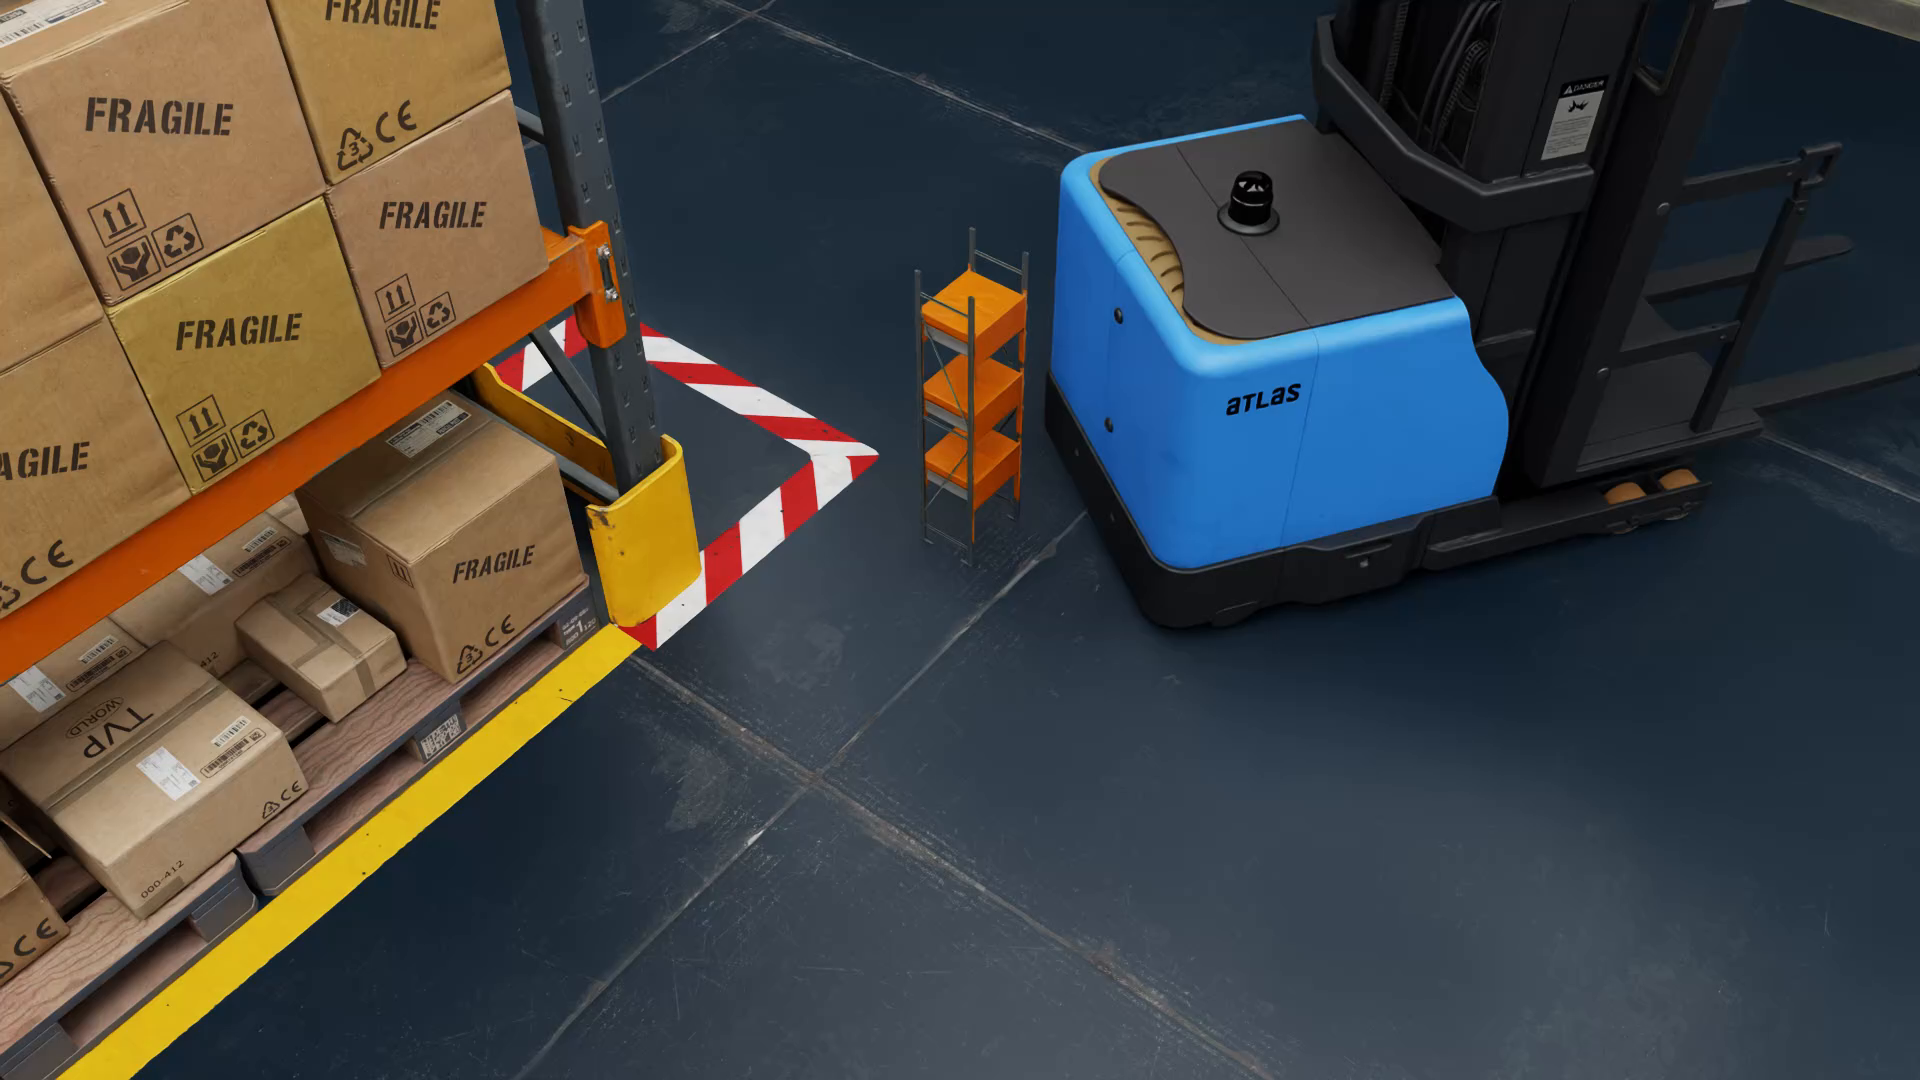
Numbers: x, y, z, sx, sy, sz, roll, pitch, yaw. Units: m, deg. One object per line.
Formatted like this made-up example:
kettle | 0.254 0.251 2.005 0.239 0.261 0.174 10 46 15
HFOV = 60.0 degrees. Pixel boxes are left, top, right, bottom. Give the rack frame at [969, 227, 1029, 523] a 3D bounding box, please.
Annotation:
rack frame | 0.107 -0.463 4.966 0.200 1.050 0.008 29 53 25

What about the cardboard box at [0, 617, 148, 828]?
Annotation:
cardboard box | -2.465 0.401 4.389 0.500 0.250 0.500 29 53 25

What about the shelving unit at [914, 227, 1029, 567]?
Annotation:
shelving unit | 0.033 -0.393 4.900 0.215 1.050 0.252 29 53 25

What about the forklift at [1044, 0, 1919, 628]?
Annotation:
forklift | 1.853 -1.383 4.545 3.031 2.935 1.130 -13 48 -12

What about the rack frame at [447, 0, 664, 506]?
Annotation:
rack frame | -1.296 -1.154 4.278 1.000 3.000 0.127 29 53 25

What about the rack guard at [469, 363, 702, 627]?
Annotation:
rack guard | -1.343 -0.247 5.141 1.175 0.500 0.348 29 53 25

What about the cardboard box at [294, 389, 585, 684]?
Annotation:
cardboard box | -1.434 -0.023 4.622 0.500 0.500 0.500 29 53 25

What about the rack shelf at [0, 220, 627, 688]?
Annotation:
rack shelf | -2.519 0.239 3.445 1.077 0.370 4.000 29 53 25

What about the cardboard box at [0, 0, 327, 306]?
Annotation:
cardboard box | -1.659 -0.869 3.245 0.500 0.500 0.500 31 54 26

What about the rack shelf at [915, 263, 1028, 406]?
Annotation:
rack shelf | 0.033 -0.582 4.702 0.215 0.259 0.240 29 53 25

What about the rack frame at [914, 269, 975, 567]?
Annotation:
rack frame | -0.042 -0.323 4.833 0.200 1.050 0.008 29 53 25

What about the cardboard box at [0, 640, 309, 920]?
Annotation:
cardboard box | -2.038 0.594 4.206 0.500 0.250 0.500 29 53 25

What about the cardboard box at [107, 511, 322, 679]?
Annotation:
cardboard box | -2.159 0.115 4.663 0.500 0.250 0.500 29 53 25

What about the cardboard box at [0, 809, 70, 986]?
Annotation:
cardboard box | -2.597 0.768 3.865 0.797 0.503 0.637 29 53 25

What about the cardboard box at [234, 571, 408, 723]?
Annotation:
cardboard box | -1.753 0.284 4.559 0.380 0.166 0.250 29 53 25

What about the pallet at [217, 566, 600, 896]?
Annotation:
pallet | -1.830 0.309 4.809 1.003 0.211 1.213 29 53 25

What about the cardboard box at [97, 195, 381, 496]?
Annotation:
cardboard box | -1.669 -0.514 3.597 0.500 0.500 0.500 30 53 25

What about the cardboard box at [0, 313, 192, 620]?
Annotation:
cardboard box | -1.979 -0.231 3.327 0.500 0.500 0.500 30 53 25

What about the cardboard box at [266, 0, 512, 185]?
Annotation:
cardboard box | -1.351 -1.158 3.521 0.500 0.500 0.500 29 53 25

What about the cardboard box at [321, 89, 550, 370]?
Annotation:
cardboard box | -1.355 -0.812 3.882 0.500 0.500 0.500 31 54 26

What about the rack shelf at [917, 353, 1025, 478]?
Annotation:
rack shelf | 0.033 -0.386 4.907 0.215 0.259 0.240 29 53 25

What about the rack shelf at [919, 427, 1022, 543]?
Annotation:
rack shelf | 0.033 -0.194 5.108 0.215 0.259 0.240 29 53 25

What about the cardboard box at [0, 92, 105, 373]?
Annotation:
cardboard box | -1.972 -0.570 2.959 0.500 0.500 0.500 31 54 26

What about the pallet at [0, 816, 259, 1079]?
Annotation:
pallet | -2.576 1.004 4.145 1.003 0.211 1.213 29 53 25

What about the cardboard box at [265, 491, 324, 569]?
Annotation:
cardboard box | -1.977 -0.097 4.923 0.380 0.166 0.250 29 53 25
